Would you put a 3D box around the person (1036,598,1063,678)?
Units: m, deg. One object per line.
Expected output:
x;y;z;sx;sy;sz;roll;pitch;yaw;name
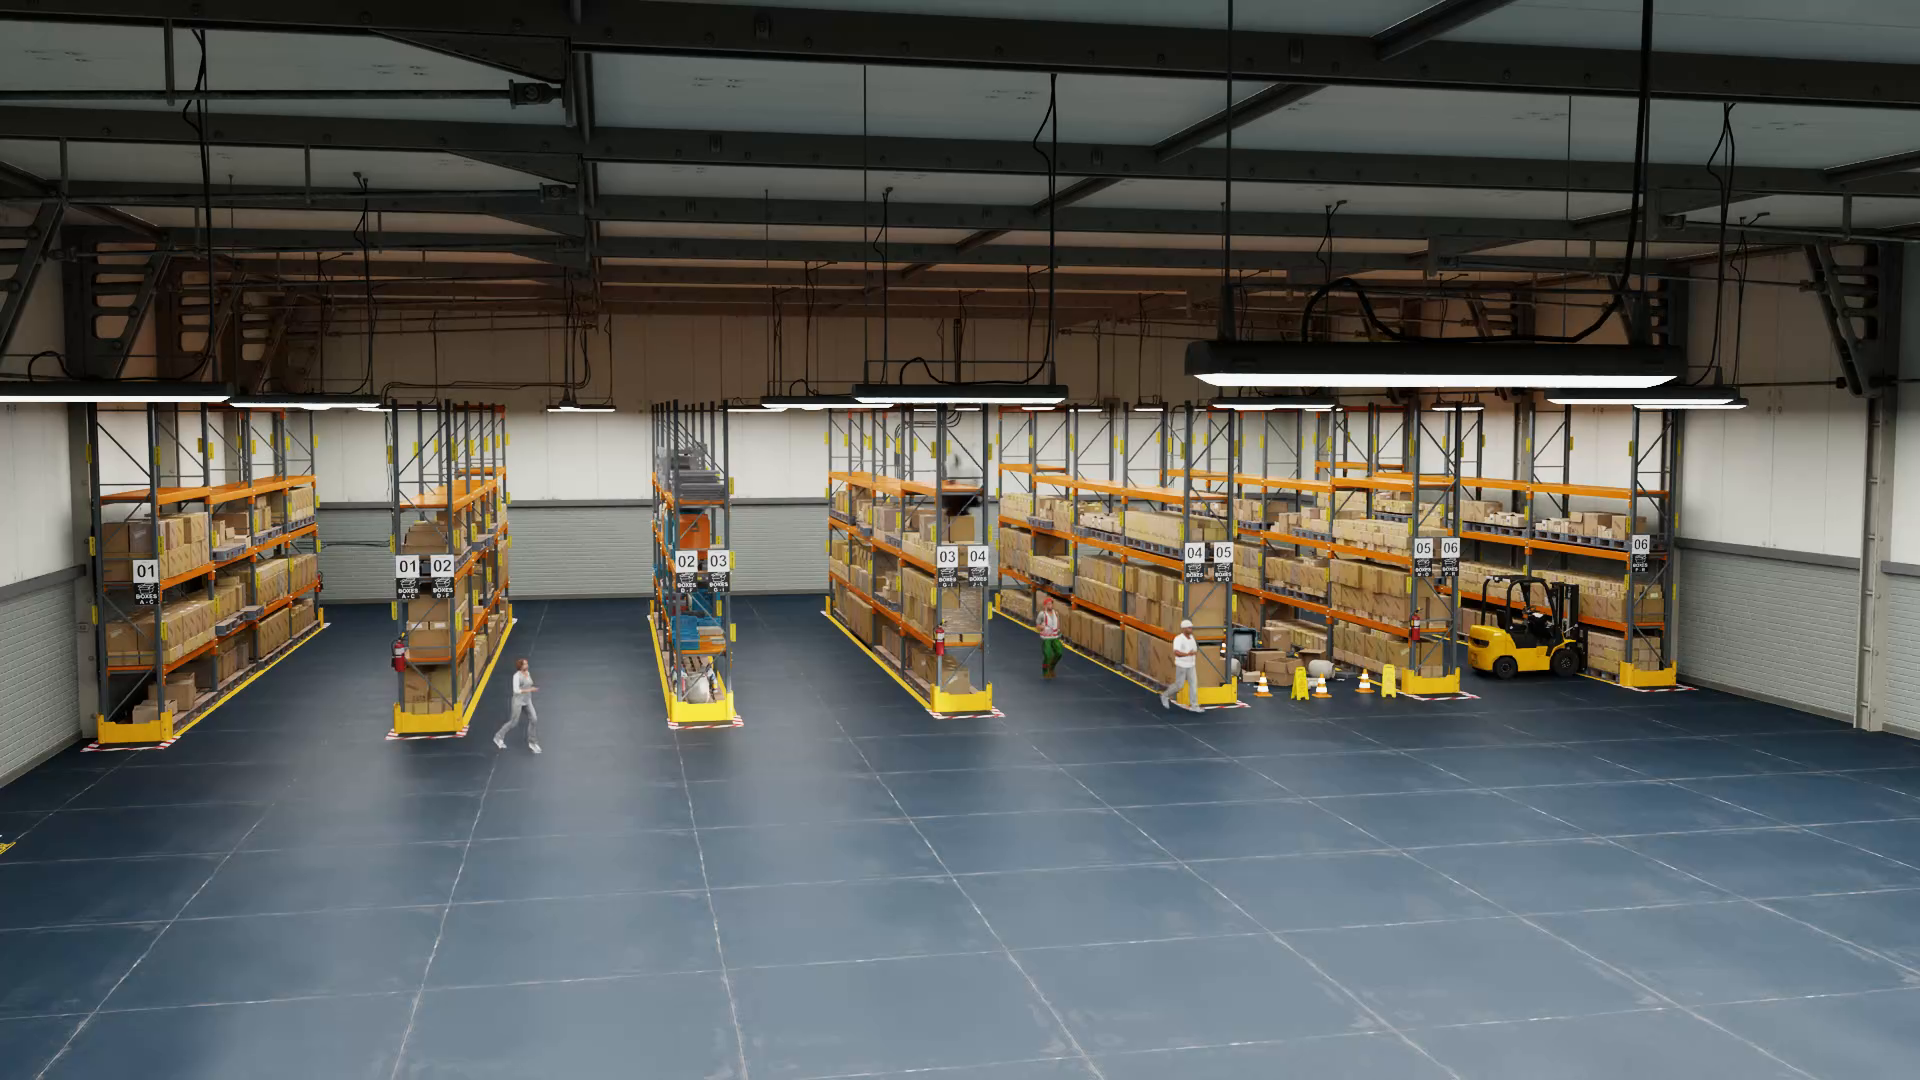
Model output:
1.976;2.129;35.897;0.639;1.756;0.609;-2;5;-24;person

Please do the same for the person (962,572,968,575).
0.212;1.195;49.251;0.674;1.643;0.659;4;6;43;person

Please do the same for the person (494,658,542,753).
-7.484;2.798;28.205;0.850;1.627;0.547;2;5;20;person

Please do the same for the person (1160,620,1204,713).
4.301;2.403;31.879;0.997;1.742;0.705;4;6;45;person
